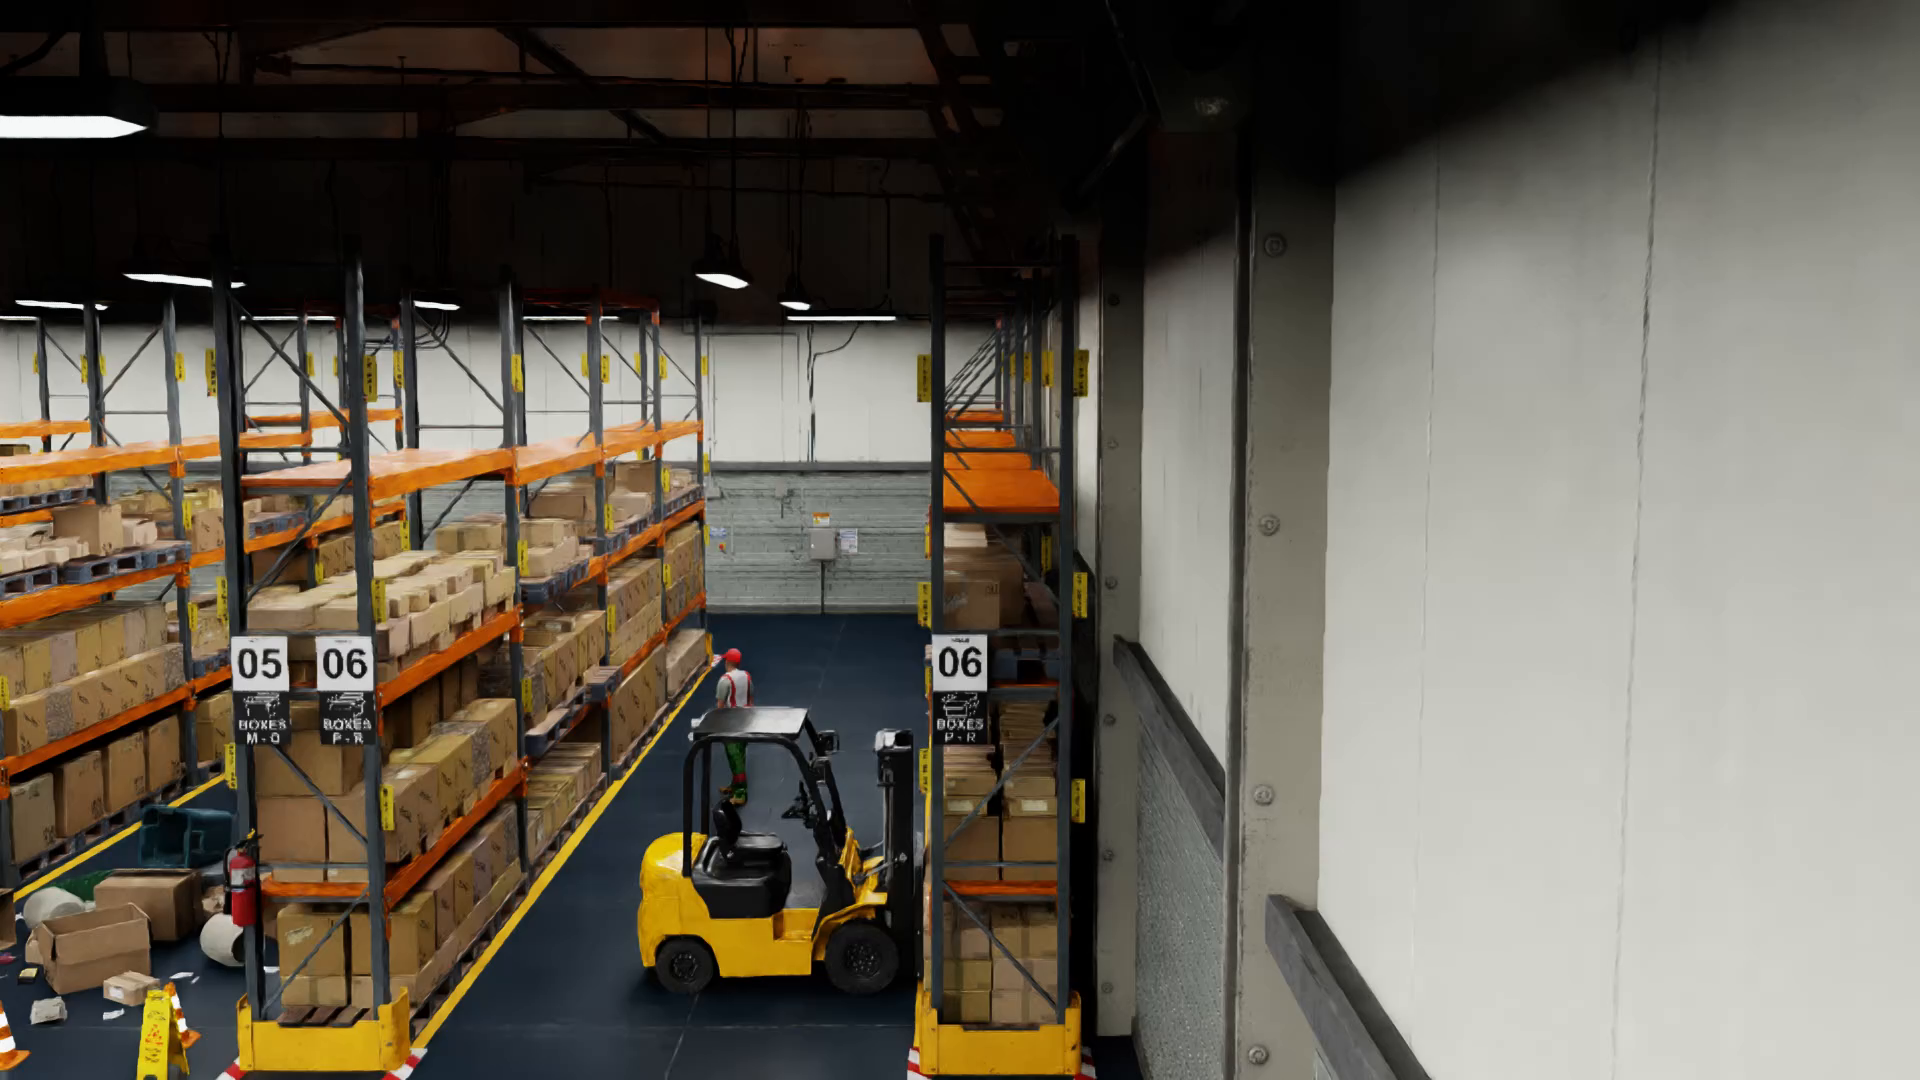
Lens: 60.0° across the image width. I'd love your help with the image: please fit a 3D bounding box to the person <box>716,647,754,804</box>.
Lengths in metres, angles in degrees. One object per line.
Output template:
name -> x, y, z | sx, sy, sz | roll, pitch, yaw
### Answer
person -> -2.644, 2.130, 19.340 | 0.577, 1.785, 0.655 | 4, 7, 29
